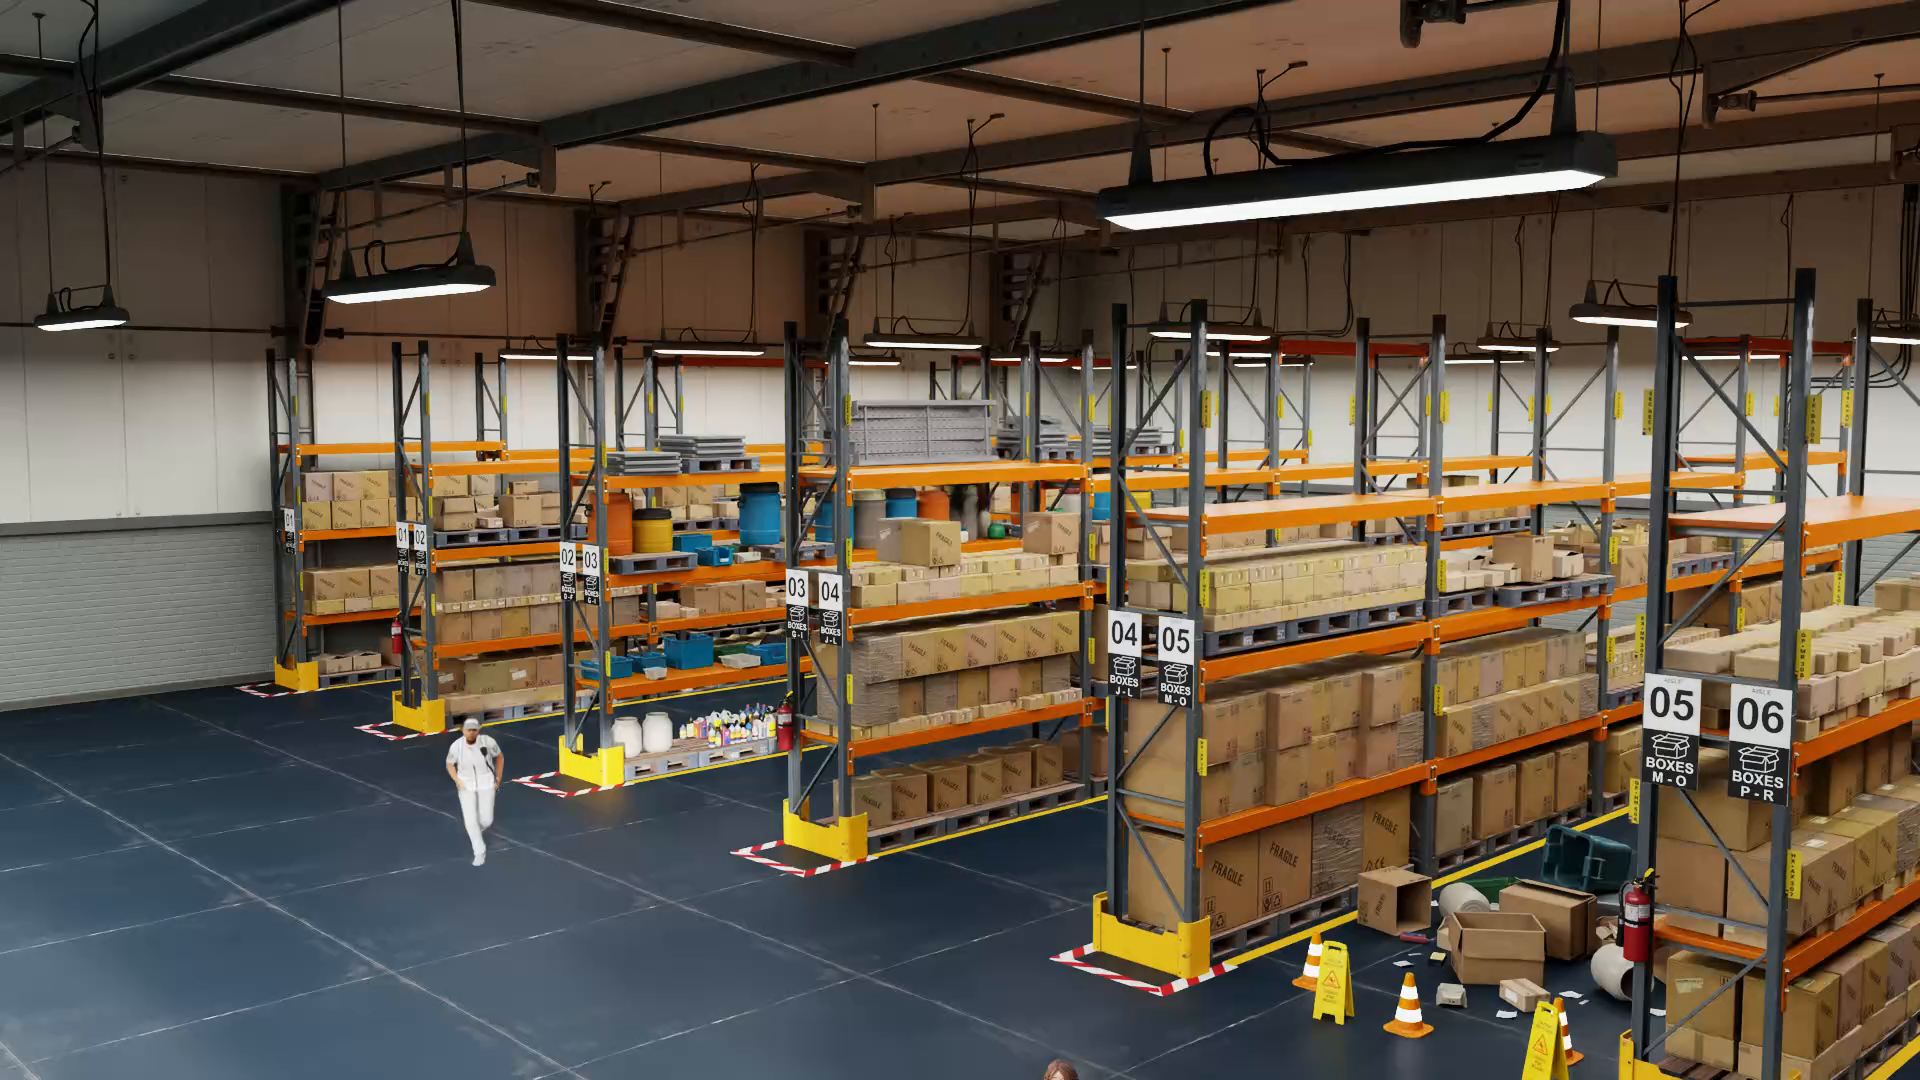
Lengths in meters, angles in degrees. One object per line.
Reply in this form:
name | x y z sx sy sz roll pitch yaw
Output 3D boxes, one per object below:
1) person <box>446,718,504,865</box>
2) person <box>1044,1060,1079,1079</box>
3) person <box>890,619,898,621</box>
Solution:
person | -5.429 2.775 18.632 0.624 1.647 0.751 -2 5 -18
person | 0.543 3.575 8.967 0.539 1.583 0.894 0 5 5
person | -1.051 1.588 28.769 0.607 1.616 0.504 4 6 40
